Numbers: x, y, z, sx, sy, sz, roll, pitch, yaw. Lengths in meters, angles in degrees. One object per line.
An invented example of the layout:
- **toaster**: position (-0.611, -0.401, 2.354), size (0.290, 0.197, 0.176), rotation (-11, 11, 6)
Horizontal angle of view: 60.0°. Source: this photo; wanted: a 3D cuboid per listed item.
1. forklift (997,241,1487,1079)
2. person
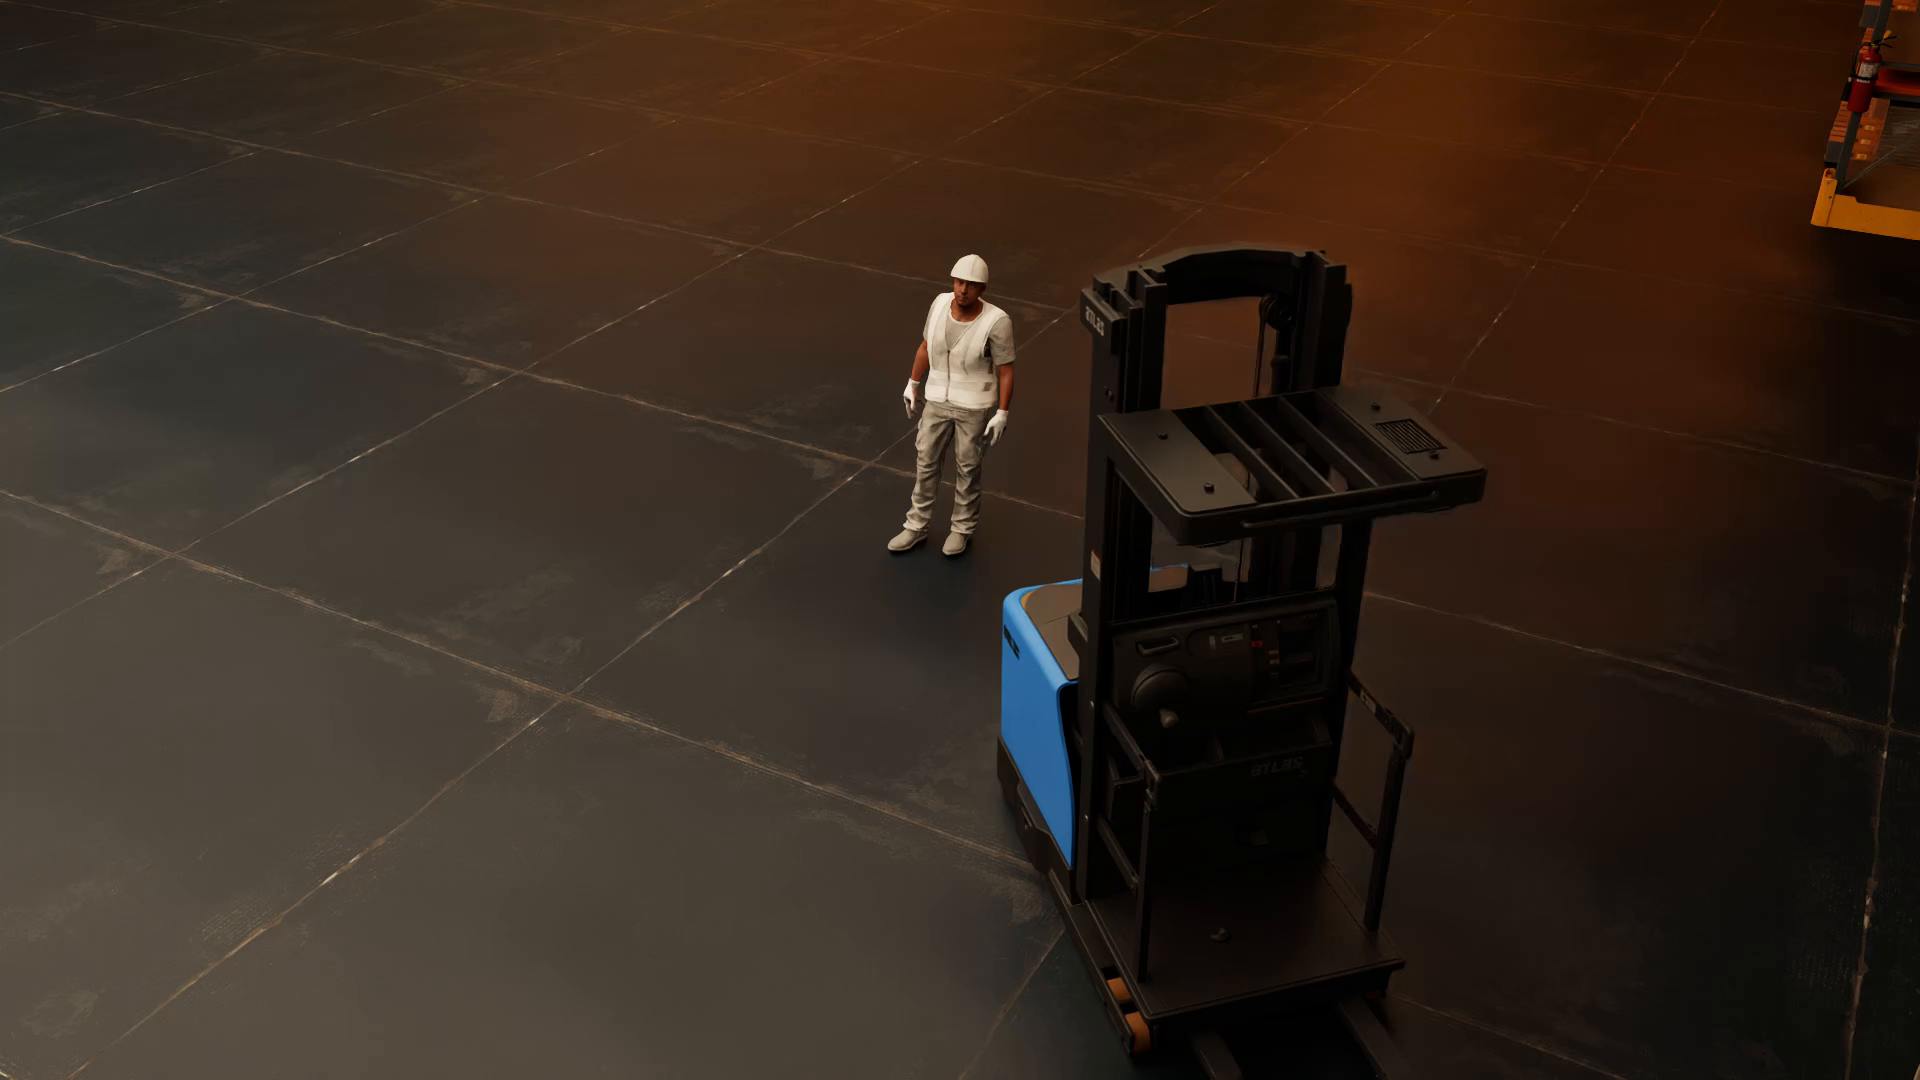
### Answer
- **forklift**: position (1.083, 0.523, 6.165), size (1.130, 2.935, 3.031), rotation (-8, 31, -14)
- **person**: position (-0.043, -0.749, 9.503), size (0.657, 1.783, 0.576), rotation (15, 33, 25)
